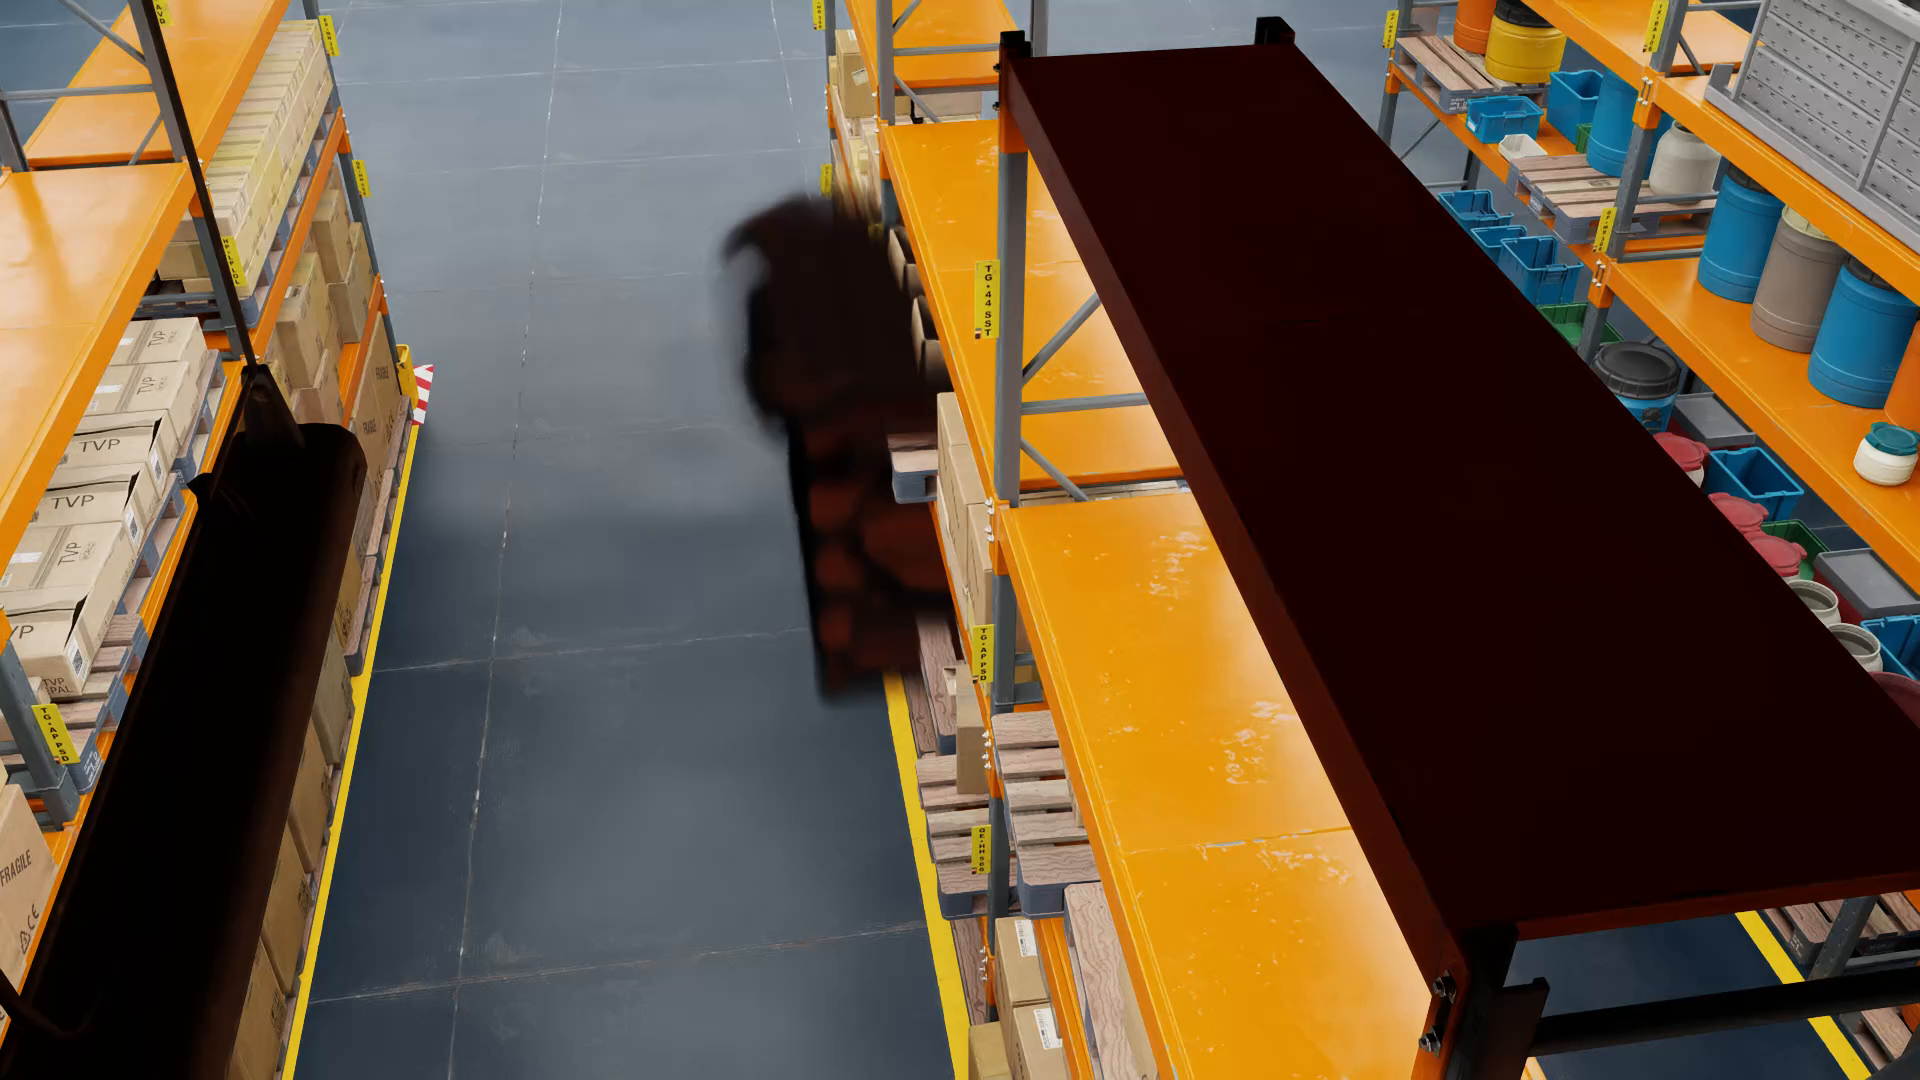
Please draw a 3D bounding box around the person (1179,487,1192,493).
[{"bbox_3d":[1.965,-1.003,12.899,0.424,1.857,0.629,16,39,21],"label":"person"}]
